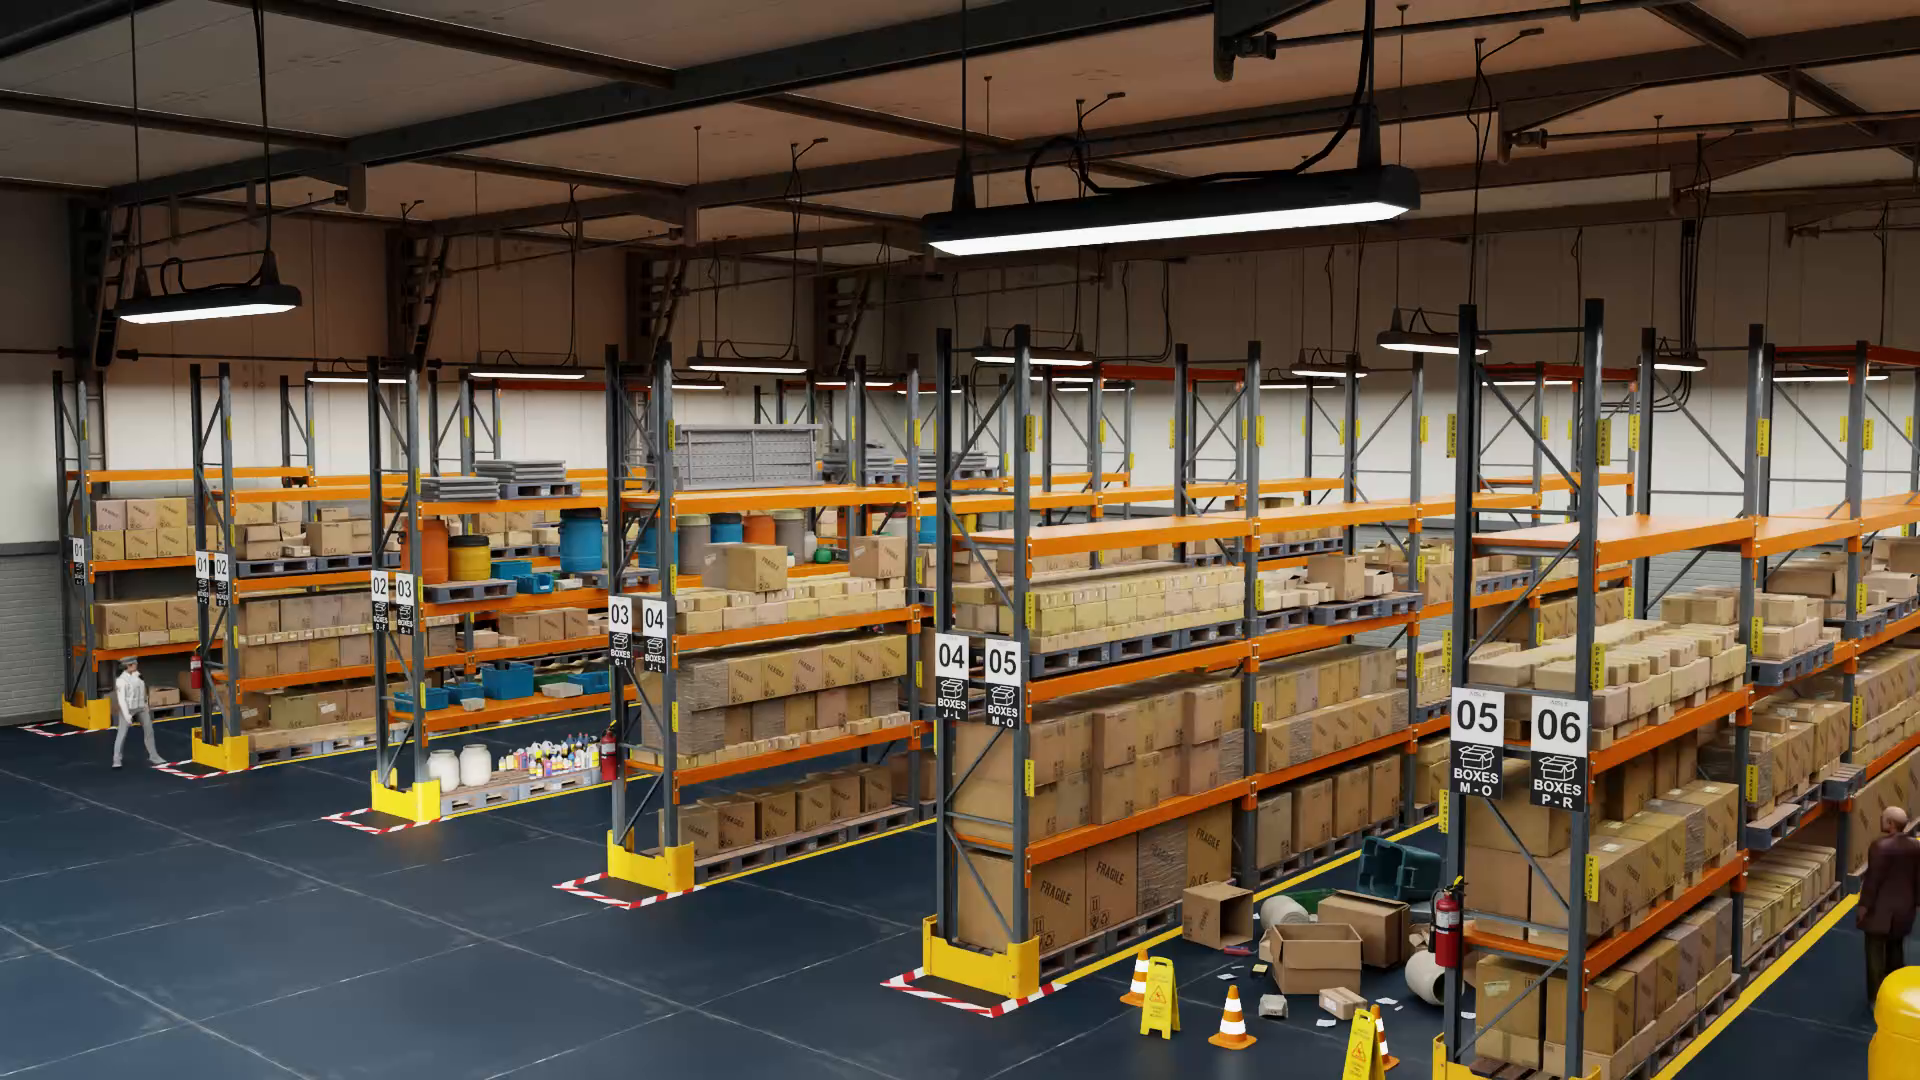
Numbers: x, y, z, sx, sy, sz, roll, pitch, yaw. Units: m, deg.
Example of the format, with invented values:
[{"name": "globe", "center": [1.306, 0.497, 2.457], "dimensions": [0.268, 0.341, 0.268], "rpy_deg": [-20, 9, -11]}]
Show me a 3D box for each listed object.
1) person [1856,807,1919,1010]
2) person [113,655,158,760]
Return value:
[{"name": "person", "center": [8.228, 3.225, 14.753], "dimensions": [0.600, 1.772, 0.676], "rpy_deg": [1, 4, 7]}, {"name": "person", "center": [-12.363, 2.492, 24.882], "dimensions": [0.440, 1.587, 0.514], "rpy_deg": [2, 5, 26]}]
